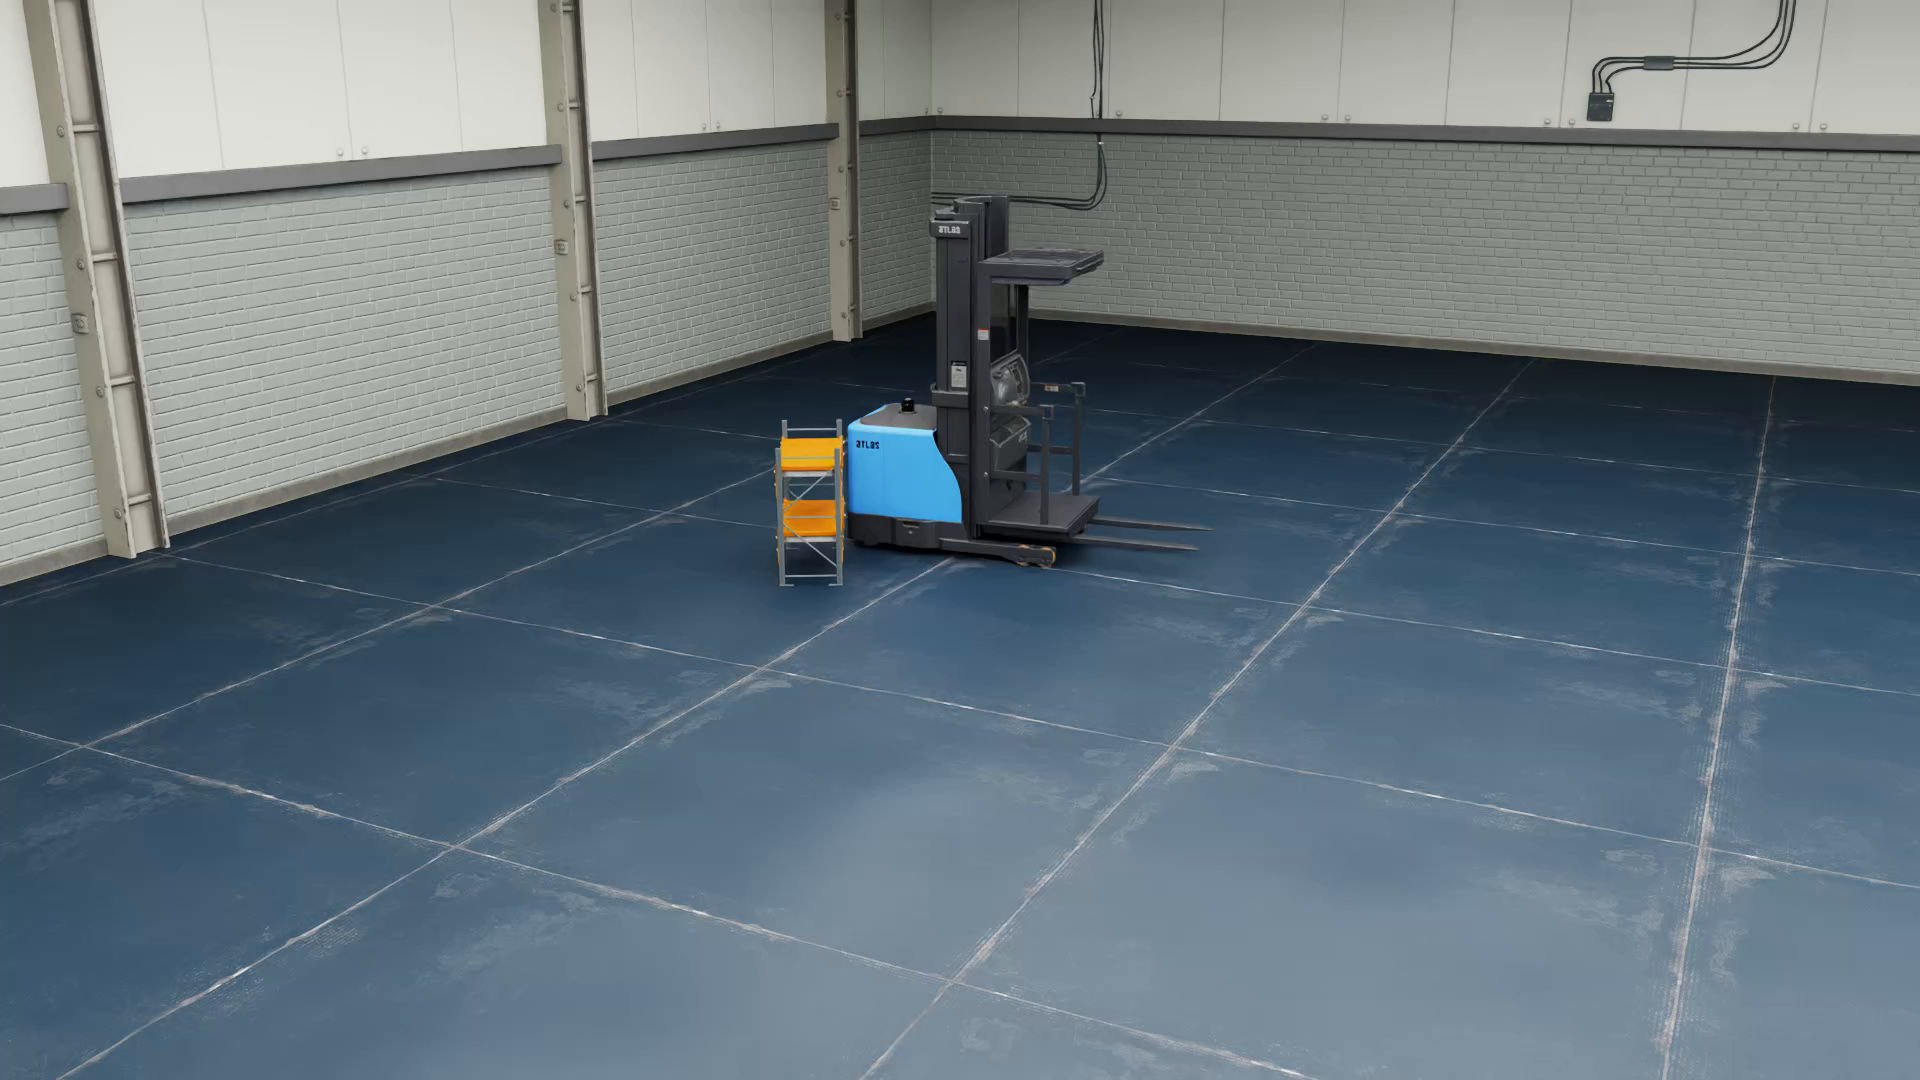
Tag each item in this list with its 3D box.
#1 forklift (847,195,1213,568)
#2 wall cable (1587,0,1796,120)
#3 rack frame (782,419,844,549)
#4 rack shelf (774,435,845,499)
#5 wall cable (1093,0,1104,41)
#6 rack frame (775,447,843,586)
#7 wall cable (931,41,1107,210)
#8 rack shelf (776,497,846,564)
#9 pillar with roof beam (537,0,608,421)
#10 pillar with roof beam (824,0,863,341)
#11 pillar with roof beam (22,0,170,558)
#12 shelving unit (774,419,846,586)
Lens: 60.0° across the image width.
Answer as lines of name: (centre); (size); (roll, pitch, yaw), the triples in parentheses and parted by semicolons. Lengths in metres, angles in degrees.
forklift: (0.605, -1.346, 13.907); (3.031, 2.935, 1.130); (6, 17, 18)
wall cable: (9.319, -8.284, 20.638); (2.305, 6.003, 0.169); (8, 18, 25)
rack frame: (-1.245, -0.467, 14.120); (0.500, 1.125, 0.032); (-1, 17, -3)
rack shelf: (-1.218, -0.603, 13.550); (0.538, 0.278, 1.000); (-1, 17, -3)
wall cable: (3.254, -8.454, 23.767); (3.097, 2.526, 0.112); (8, 18, 25)
rack frame: (-1.191, -0.178, 13.147); (0.500, 1.125, 0.032); (-1, 17, -3)
wall cable: (0.833, -6.377, 25.645); (3.097, 2.526, 0.112); (8, 18, 25)
rack shelf: (-1.218, -0.088, 13.703); (0.538, 0.278, 1.000); (-1, 17, -3)
pillar with roof beam: (-0.496, -5.208, 16.253); (9.100, 9.000, 0.400); (8, 18, 25)
pillar with roof beam: (2.185, -6.736, 21.399); (9.100, 9.000, 0.400); (8, 18, 25)
pillar with roof beam: (-3.177, -3.679, 11.108); (9.100, 9.000, 0.400); (8, 18, 25)
shelving unit: (-1.218, -0.322, 13.633); (0.538, 1.125, 1.048); (-1, 17, -3)
